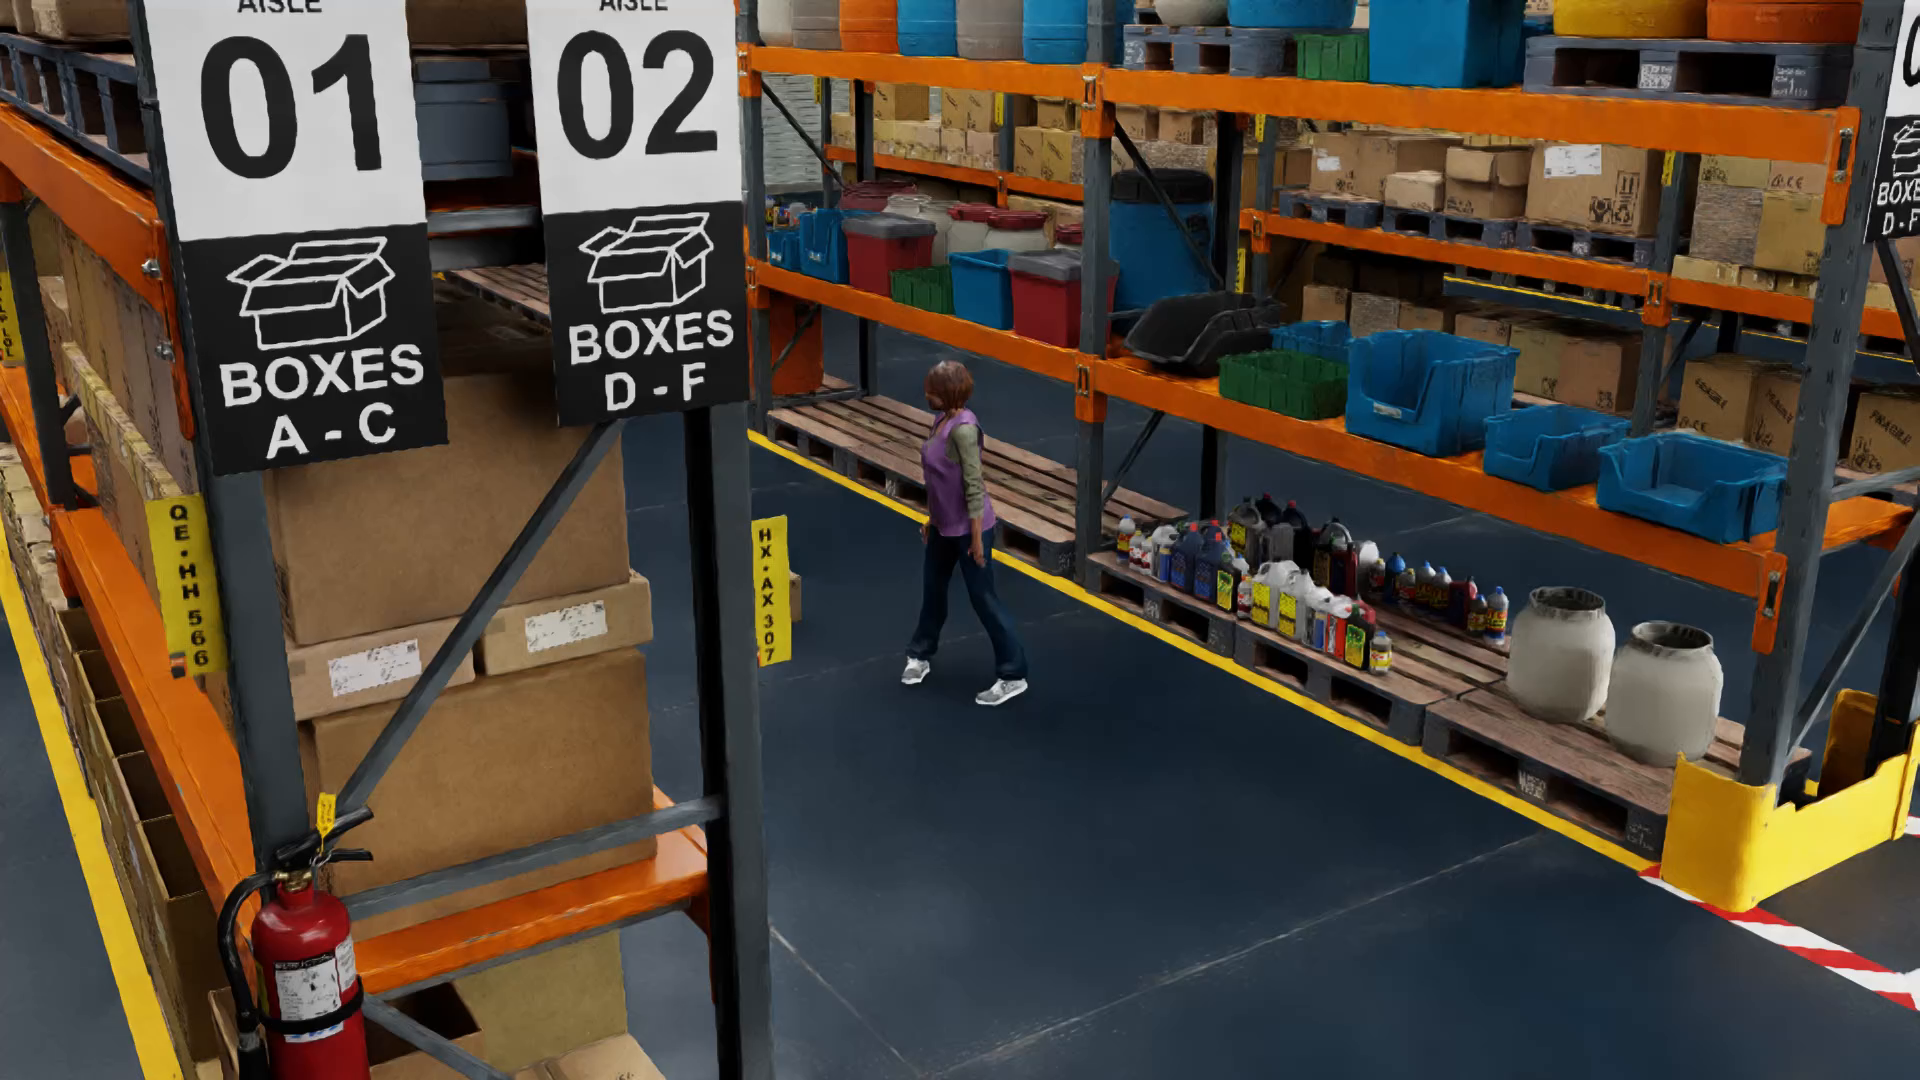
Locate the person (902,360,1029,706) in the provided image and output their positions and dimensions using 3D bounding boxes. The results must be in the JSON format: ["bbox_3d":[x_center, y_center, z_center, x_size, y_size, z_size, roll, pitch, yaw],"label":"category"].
[{"bbox_3d":[0.005,-0.041,7.714,0.546,1.590,0.530,-7,19,-19],"label":"person"}]
